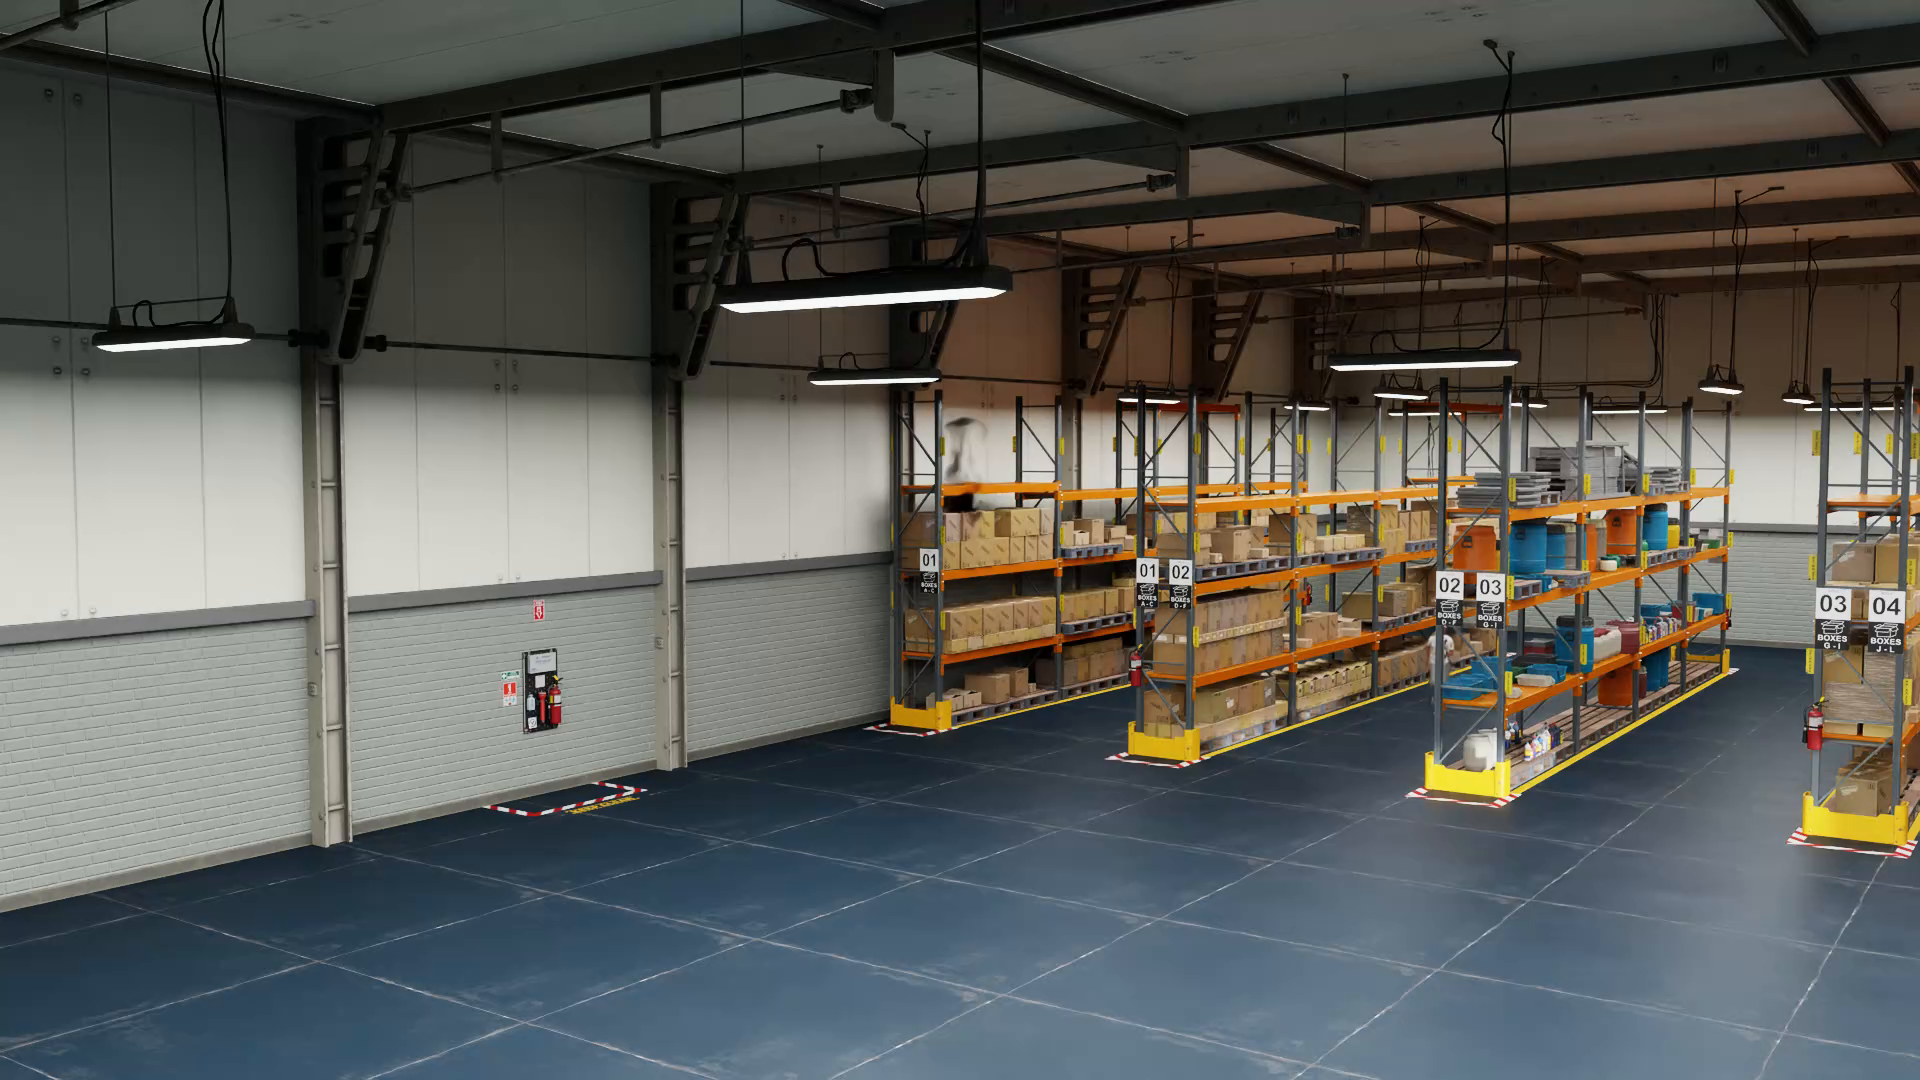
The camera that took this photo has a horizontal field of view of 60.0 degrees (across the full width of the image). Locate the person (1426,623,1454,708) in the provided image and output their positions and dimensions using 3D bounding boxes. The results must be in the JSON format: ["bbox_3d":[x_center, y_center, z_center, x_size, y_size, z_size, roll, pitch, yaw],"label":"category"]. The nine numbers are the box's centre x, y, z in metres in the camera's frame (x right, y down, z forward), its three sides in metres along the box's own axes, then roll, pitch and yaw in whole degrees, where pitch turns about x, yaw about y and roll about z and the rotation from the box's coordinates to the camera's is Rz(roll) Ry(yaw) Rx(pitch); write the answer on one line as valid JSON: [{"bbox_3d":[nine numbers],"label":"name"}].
[{"bbox_3d":[9.135,2.372,31.709,0.551,1.675,0.653,1,3,21],"label":"person"}]
